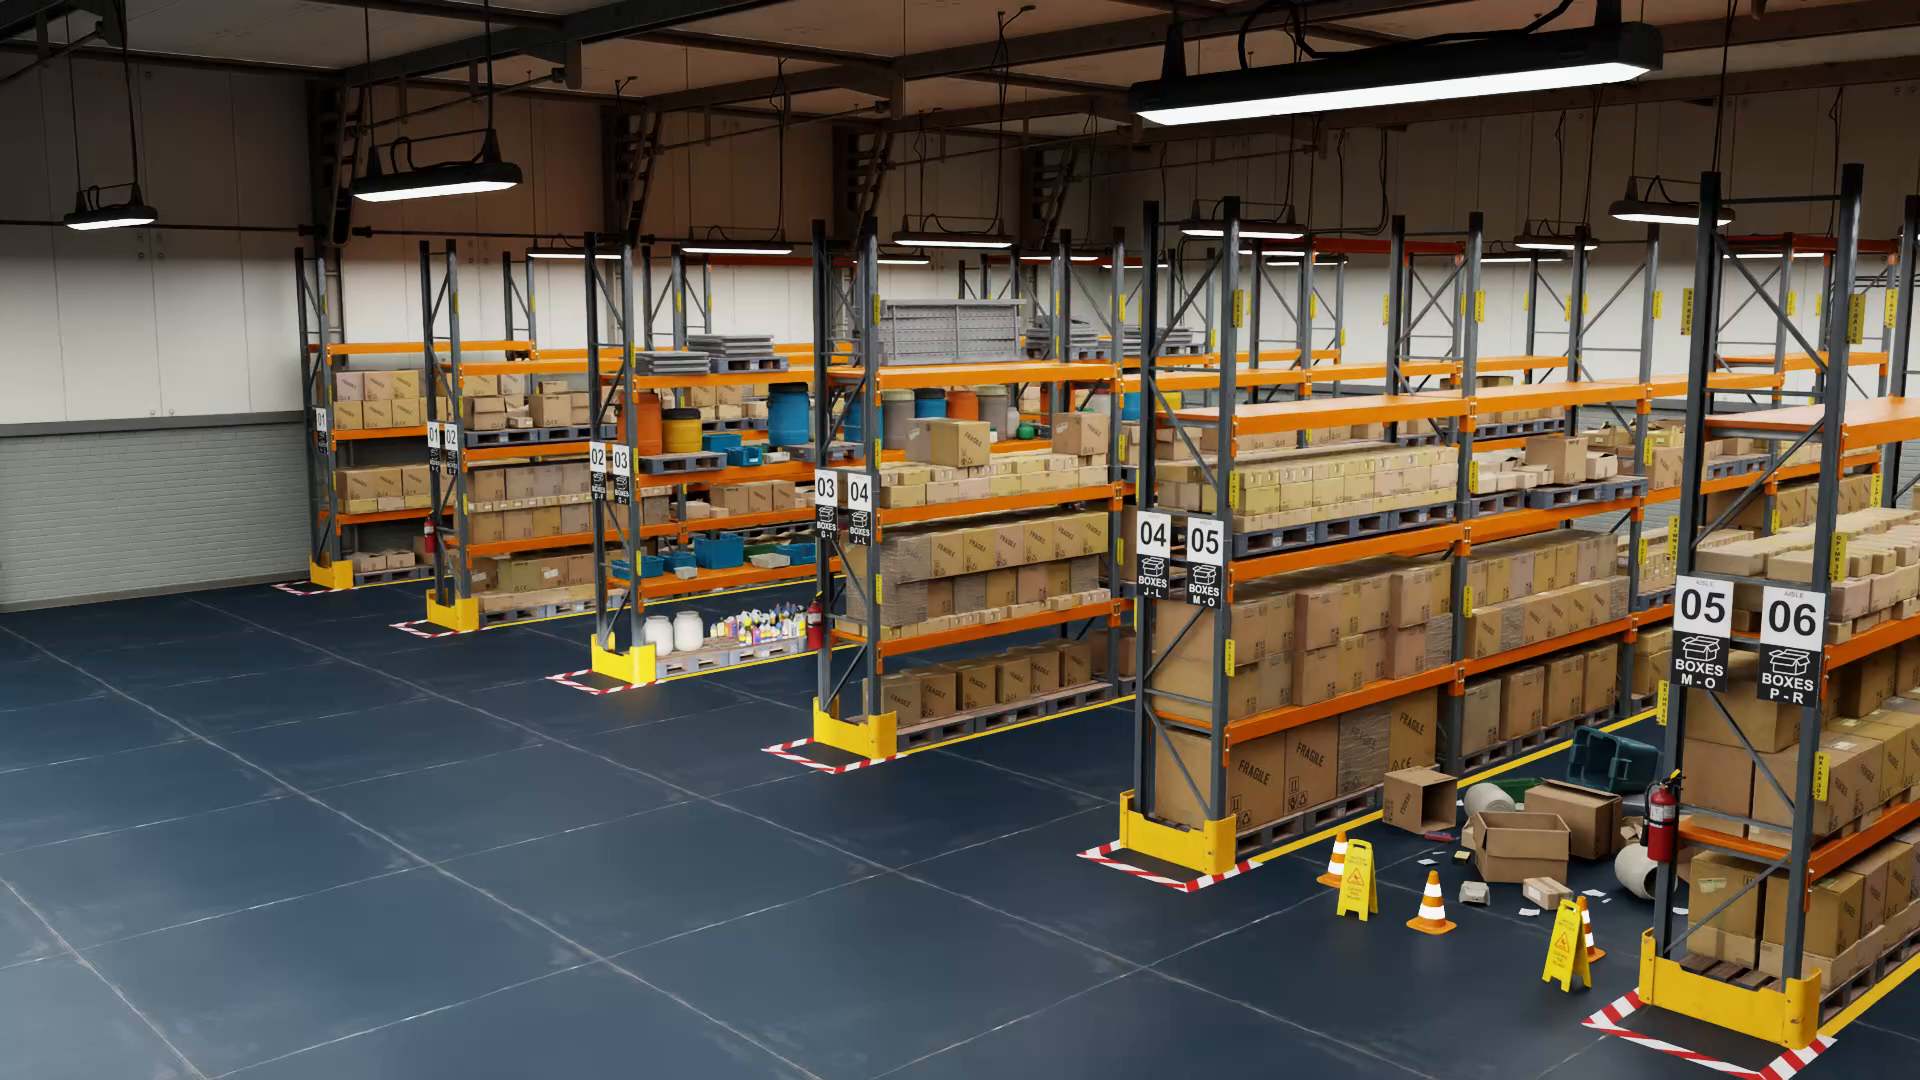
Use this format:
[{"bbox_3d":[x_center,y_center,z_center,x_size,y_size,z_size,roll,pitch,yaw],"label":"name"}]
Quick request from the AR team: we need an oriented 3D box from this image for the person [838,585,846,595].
[{"bbox_3d":[-1.606,0.099,26.645,0.553,1.715,1.018,-4,9,-23],"label":"person"}]
